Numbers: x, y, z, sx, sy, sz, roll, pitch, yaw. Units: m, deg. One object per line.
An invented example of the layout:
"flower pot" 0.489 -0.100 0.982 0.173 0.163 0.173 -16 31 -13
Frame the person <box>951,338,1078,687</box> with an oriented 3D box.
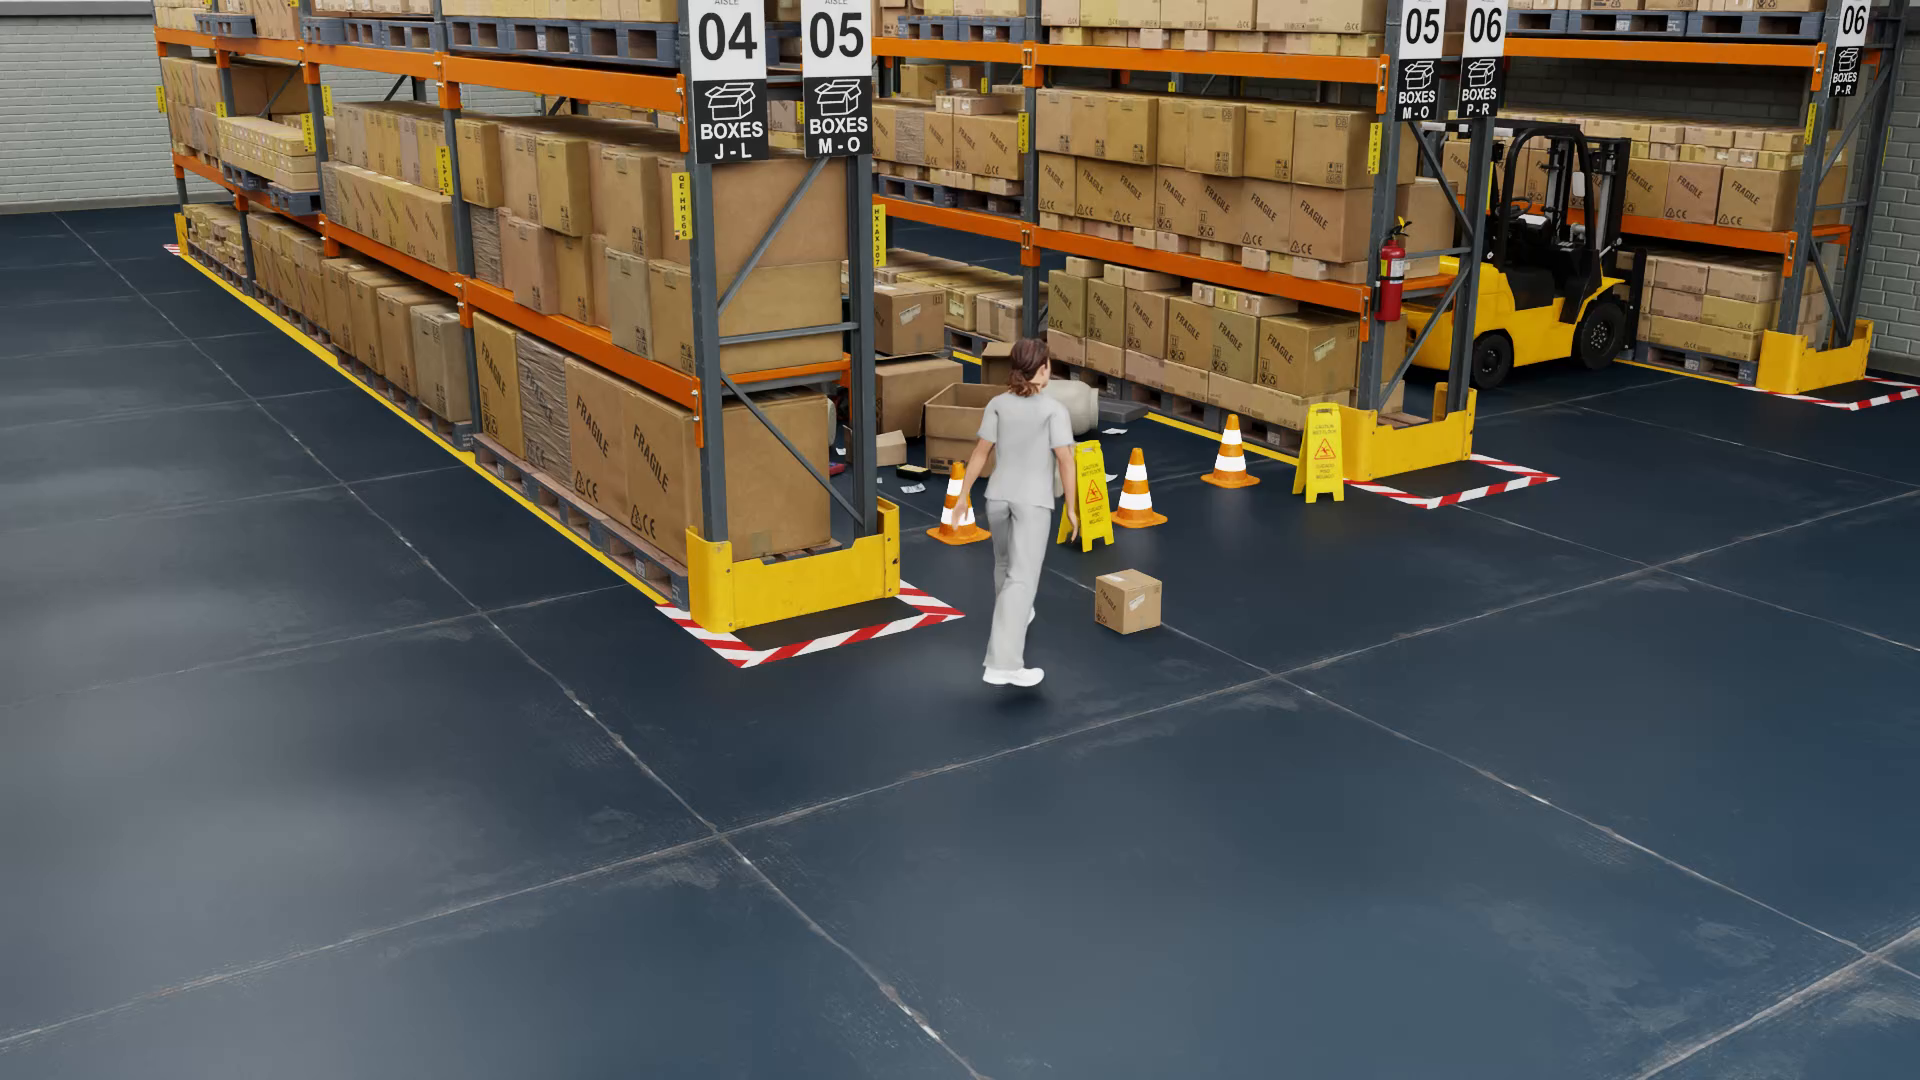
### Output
"person" 0.300 -0.172 8.113 0.585 1.607 1.007 9 20 25
